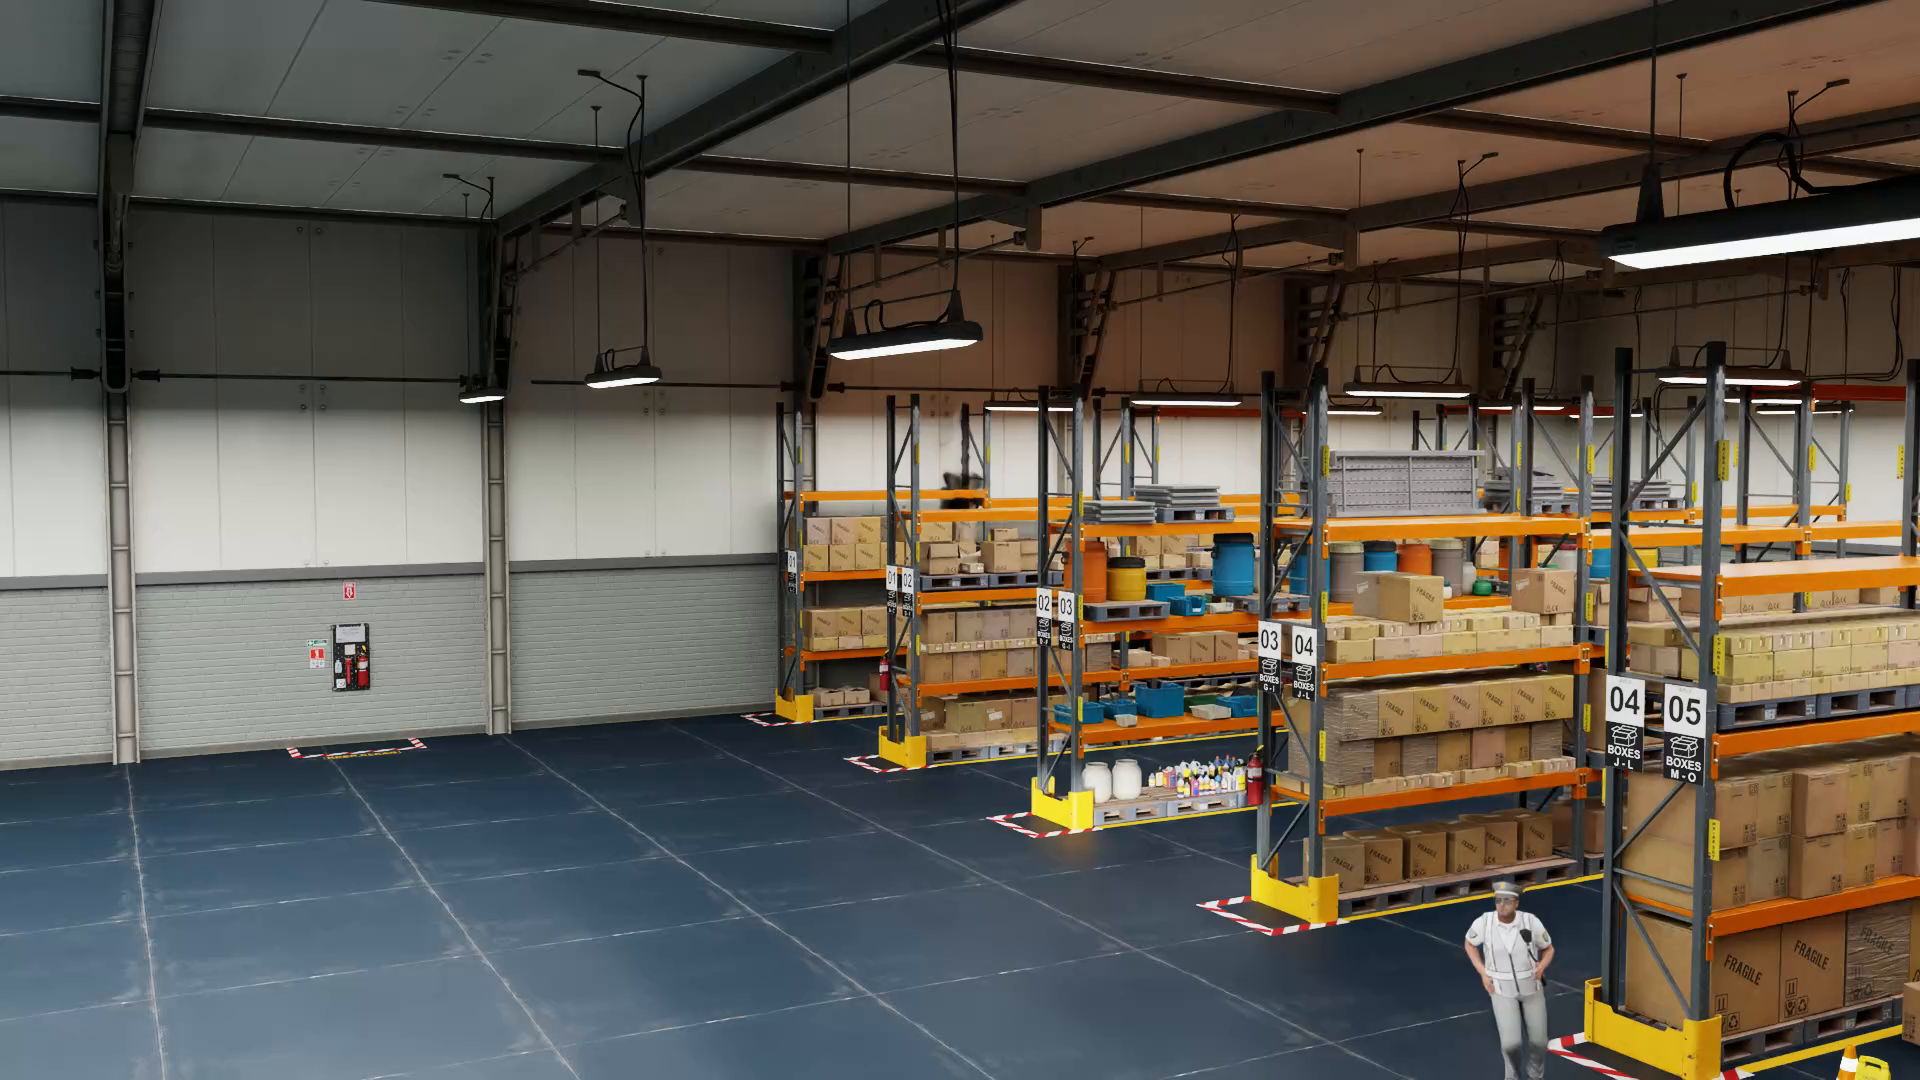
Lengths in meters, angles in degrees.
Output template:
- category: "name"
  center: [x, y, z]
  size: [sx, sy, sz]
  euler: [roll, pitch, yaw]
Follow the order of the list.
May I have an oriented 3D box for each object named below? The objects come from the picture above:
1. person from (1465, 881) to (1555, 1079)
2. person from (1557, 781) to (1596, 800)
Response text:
- category: "person"
  center: [4.377, 3.562, 13.186]
  size: [0.666, 1.729, 0.599]
  euler: [1, 3, 10]
- category: "person"
  center: [9.044, 2.937, 24.429]
  size: [0.758, 1.722, 0.701]
  euler: [-3, 4, -39]
